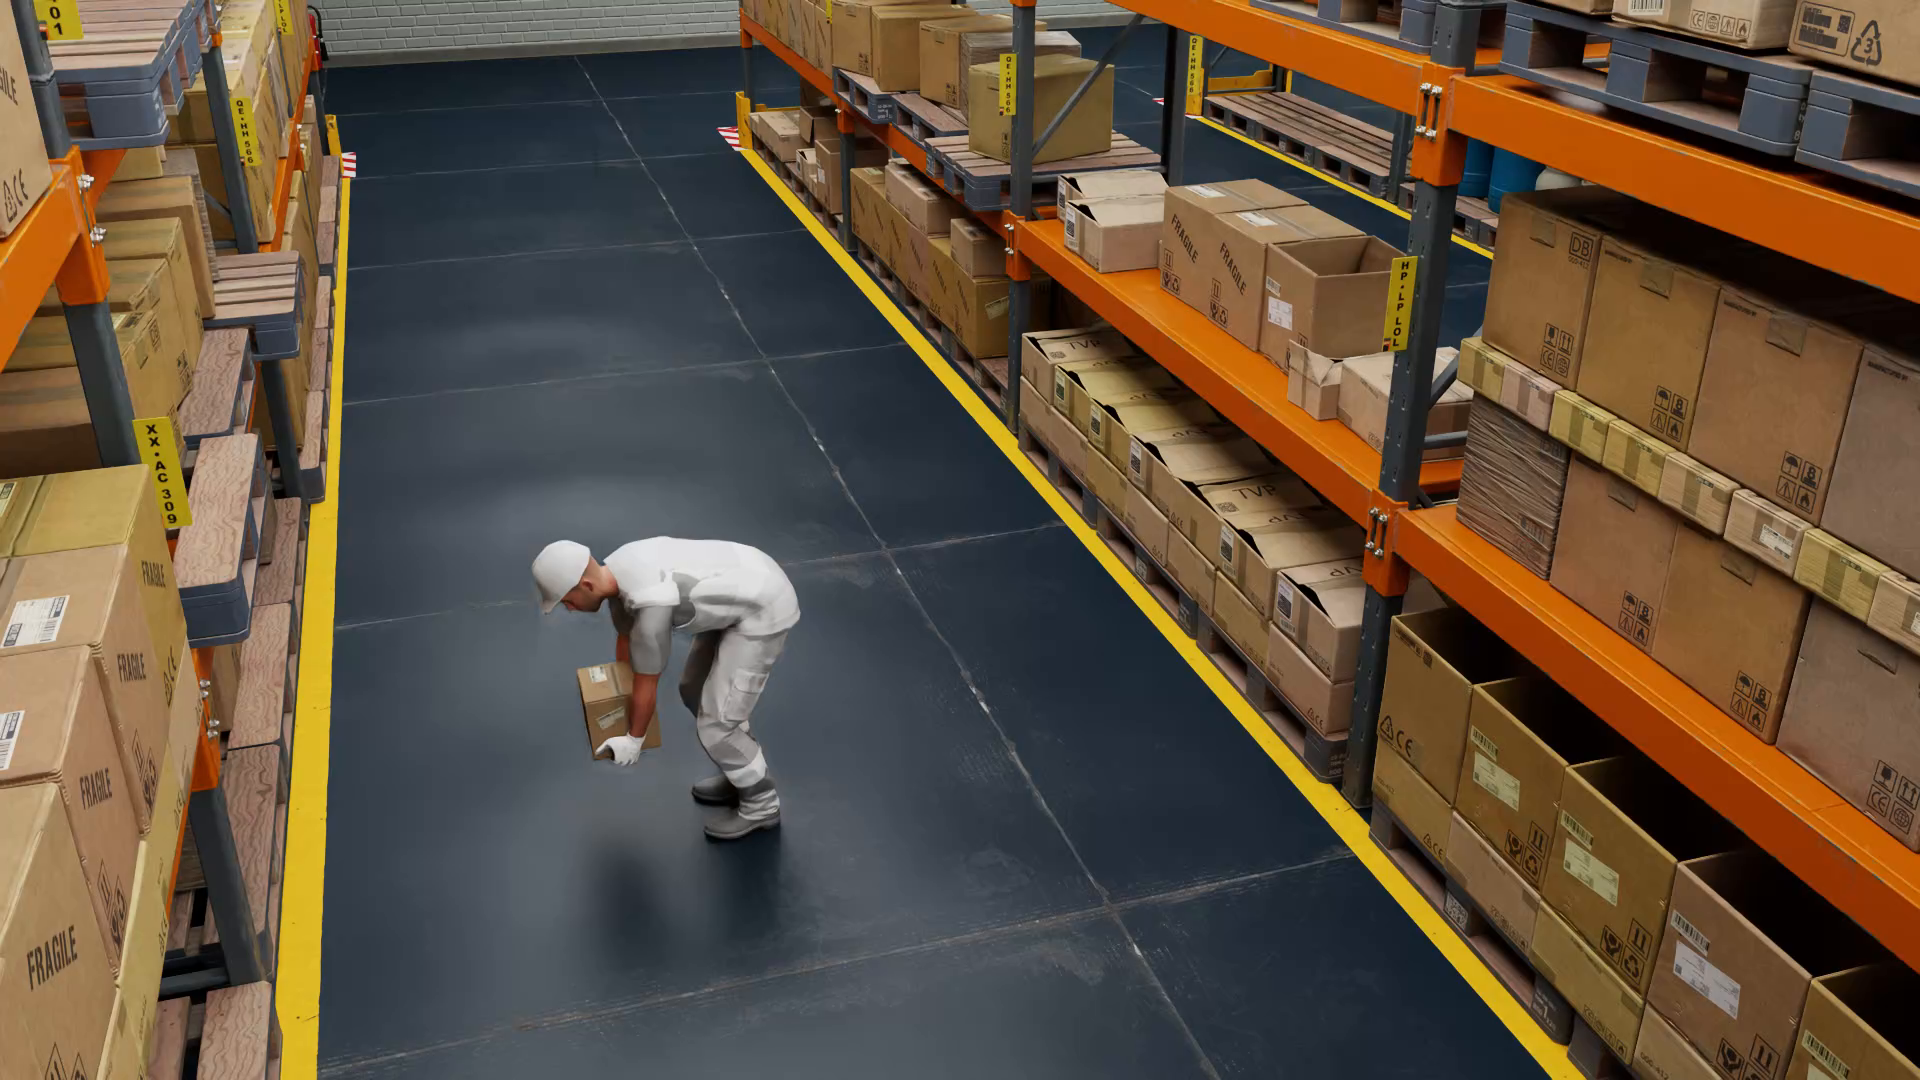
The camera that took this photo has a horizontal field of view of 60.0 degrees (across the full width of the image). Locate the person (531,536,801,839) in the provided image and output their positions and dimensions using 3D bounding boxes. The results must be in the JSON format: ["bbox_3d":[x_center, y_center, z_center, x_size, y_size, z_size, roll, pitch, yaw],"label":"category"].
[{"bbox_3d":[-1.048,0.515,6.135,0.927,1.258,0.507,-9,28,-18],"label":"person"}]
